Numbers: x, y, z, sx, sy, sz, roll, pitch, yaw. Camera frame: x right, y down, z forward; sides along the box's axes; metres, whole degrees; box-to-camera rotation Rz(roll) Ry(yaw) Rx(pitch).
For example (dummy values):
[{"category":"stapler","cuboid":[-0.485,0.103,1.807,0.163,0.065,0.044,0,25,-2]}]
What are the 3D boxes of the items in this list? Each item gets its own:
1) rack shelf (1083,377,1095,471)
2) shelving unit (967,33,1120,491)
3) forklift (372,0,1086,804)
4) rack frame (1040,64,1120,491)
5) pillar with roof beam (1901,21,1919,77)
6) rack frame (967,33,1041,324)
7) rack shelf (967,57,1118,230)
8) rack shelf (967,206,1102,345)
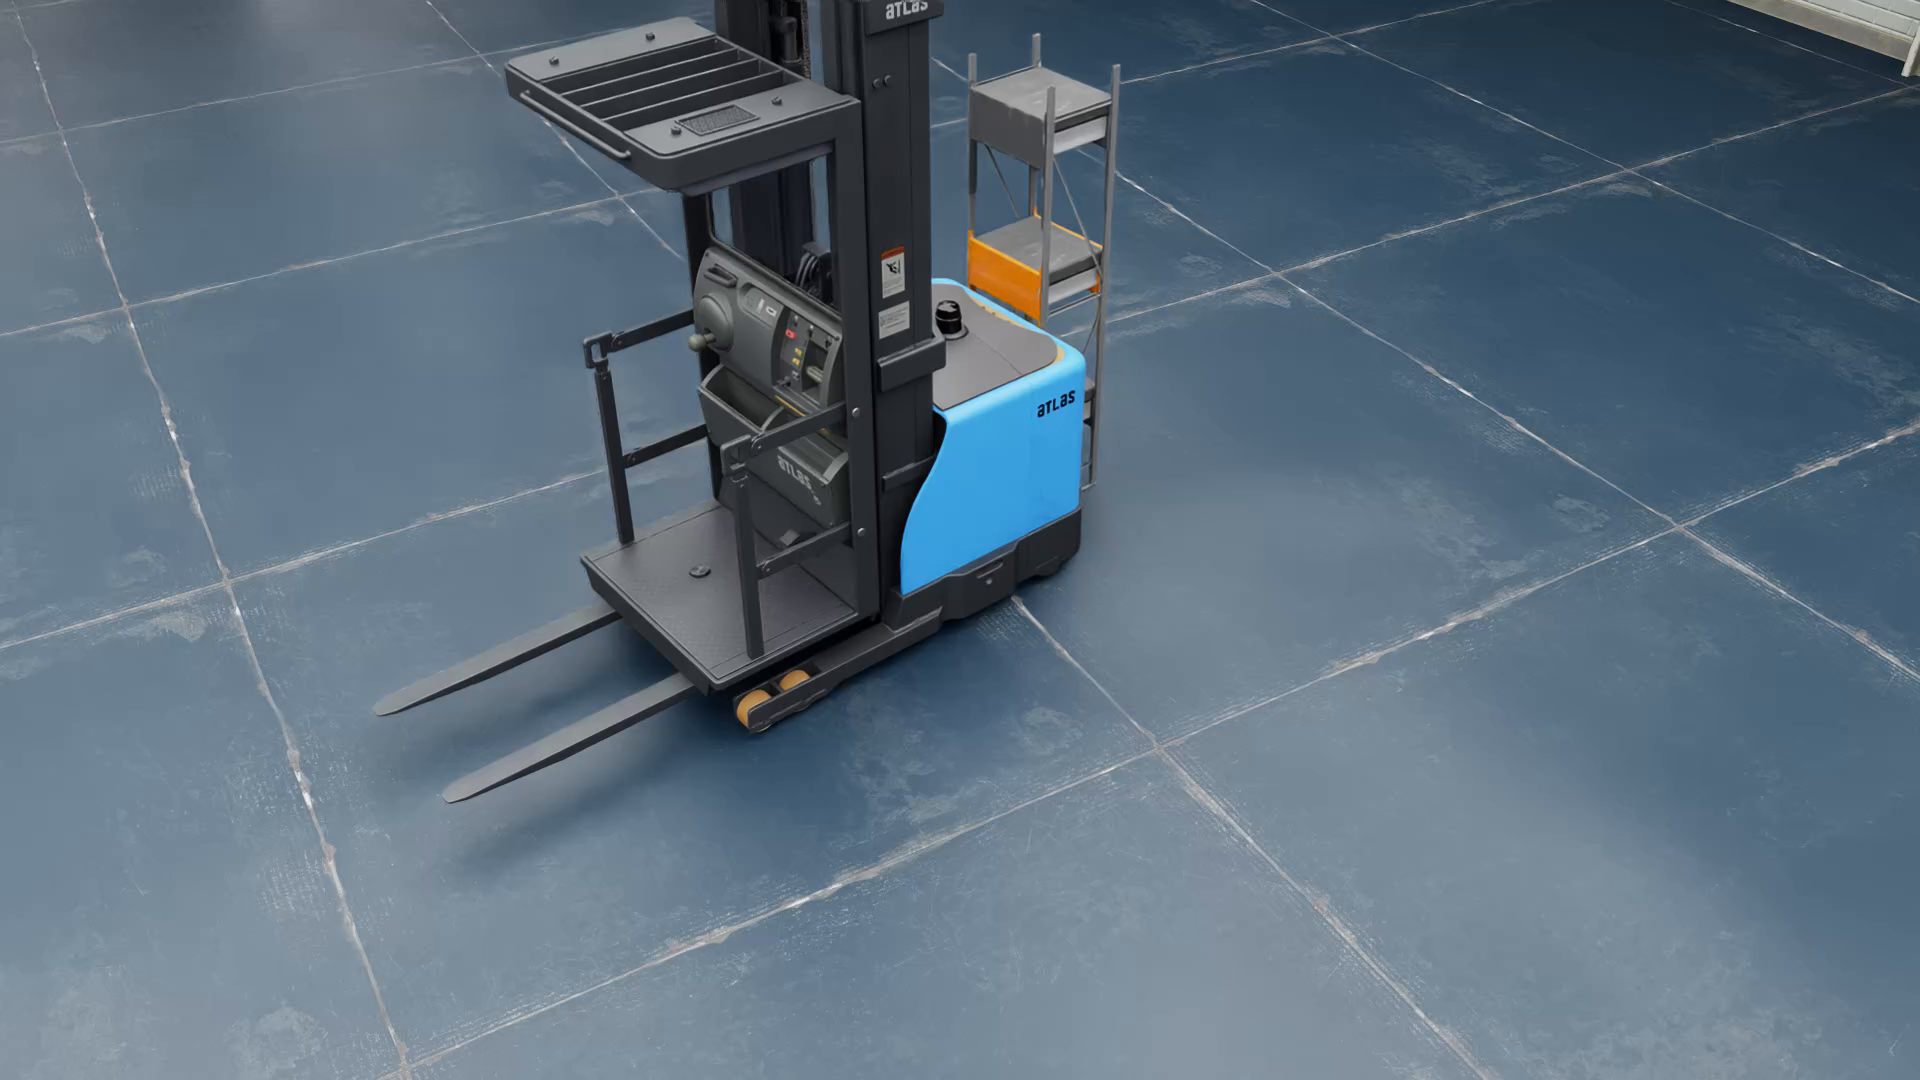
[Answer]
[{"category":"rack shelf","cuboid":[0.349,-0.577,7.970,0.431,0.518,0.480,-27,44,-32]},{"category":"shelving unit","cuboid":[0.349,-1.154,7.549,0.431,2.100,0.503,-27,44,-32]},{"category":"forklift","cuboid":[-0.911,-0.764,6.311,3.031,2.935,1.130,-26,43,-31]},{"category":"rack frame","cuboid":[0.507,-1.044,7.399,0.400,2.100,0.015,-27,44,-32]},{"category":"pillar with roof beam","cuboid":[3.620,-5.821,8.091,9.100,9.000,0.400,-19,40,-24]},{"category":"rack frame","cuboid":[0.191,-1.263,7.699,0.400,2.100,0.015,-27,44,-32]},{"category":"rack shelf","cuboid":[0.349,-1.708,7.144,0.431,0.518,0.480,-27,44,-32]},{"category":"rack shelf","cuboid":[0.349,-1.143,7.557,0.431,0.518,0.480,-27,44,-32]}]
